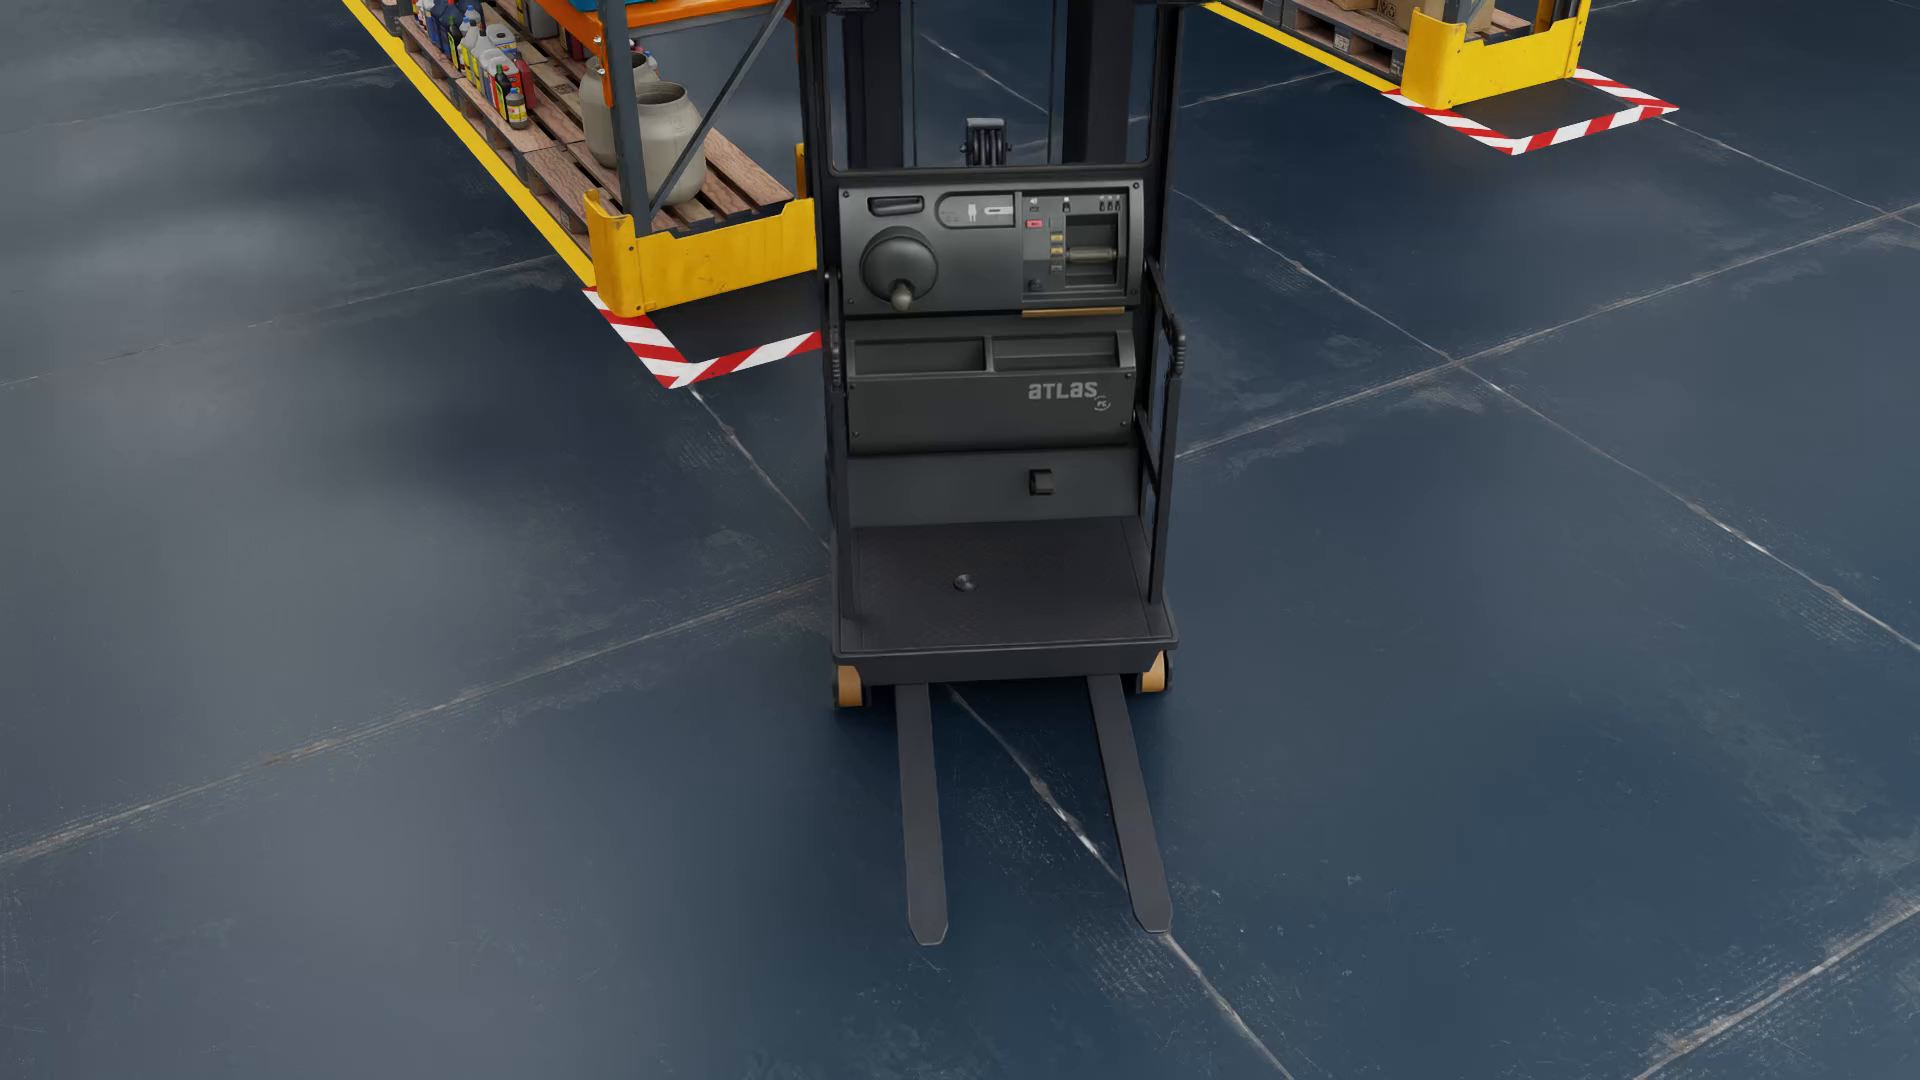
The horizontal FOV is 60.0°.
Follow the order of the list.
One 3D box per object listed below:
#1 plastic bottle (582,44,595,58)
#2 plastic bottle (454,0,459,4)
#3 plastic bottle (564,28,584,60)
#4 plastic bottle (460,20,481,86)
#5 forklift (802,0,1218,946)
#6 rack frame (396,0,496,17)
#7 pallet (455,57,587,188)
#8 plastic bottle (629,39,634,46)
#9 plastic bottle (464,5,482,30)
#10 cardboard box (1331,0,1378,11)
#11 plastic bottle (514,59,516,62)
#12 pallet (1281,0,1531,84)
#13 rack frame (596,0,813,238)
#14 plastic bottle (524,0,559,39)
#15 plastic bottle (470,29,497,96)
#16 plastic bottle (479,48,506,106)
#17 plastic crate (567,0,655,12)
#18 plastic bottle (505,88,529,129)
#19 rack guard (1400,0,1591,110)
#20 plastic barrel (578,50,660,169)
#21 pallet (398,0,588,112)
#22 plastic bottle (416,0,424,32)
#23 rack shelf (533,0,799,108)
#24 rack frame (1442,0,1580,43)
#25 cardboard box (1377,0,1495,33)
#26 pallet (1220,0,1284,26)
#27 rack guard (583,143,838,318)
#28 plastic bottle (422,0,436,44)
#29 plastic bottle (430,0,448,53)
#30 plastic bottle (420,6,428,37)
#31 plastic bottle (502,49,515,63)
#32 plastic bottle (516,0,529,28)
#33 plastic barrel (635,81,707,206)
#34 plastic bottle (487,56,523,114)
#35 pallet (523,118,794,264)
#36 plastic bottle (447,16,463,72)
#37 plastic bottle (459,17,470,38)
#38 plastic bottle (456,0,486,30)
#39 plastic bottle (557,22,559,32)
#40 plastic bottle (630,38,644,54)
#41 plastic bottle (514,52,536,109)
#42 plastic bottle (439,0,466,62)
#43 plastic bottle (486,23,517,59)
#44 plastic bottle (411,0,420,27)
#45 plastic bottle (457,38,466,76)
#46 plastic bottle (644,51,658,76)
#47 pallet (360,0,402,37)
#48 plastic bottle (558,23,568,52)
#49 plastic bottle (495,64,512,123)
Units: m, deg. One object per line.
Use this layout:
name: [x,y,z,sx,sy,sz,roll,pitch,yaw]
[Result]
plastic bottle: [-2.163,-2.981,9.725,0.152,0.276,0.135,-18,40,-23]
plastic bottle: [-3.014,-3.157,9.959,0.061,0.283,0.133,-19,40,-24]
plastic bottle: [-2.255,-2.952,9.679,0.061,0.283,0.133,-19,40,-24]
plastic bottle: [-2.718,-2.754,9.350,0.144,0.351,0.185,-19,40,-24]
forklift: [0.116,-0.836,4.909,1.130,2.935,3.031,-2,36,-3]
rack frame: [-3.073,-4.493,9.859,1.000,3.000,0.127,-19,40,-24]
pallet: [-2.155,-2.389,9.343,1.003,0.211,1.213,-19,40,-24]
plastic bottle: [-1.877,-2.721,9.372,0.097,0.271,0.097,0,36,0]
plastic bottle: [-2.849,-2.996,9.750,0.097,0.271,0.097,0,36,0]
cardboard box: [2.590,-3.699,10.535,0.500,0.500,0.500,-9,37,-12]
plastic bottle: [-2.439,-2.562,9.214,0.097,0.201,0.097,0,36,0]
pallet: [2.803,-3.258,10.532,1.003,0.211,1.213,-19,40,-24]
rack frame: [-1.064,-2.453,7.066,1.000,3.000,0.127,-19,40,-24]
plastic bottle: [-2.519,-3.173,9.988,0.152,0.276,0.135,-19,40,-24]
plastic bottle: [-2.625,-2.659,9.220,0.144,0.351,0.185,-17,40,-22]
plastic bottle: [-2.538,-2.545,9.128,0.152,0.276,0.135,-20,41,-25]
plastic crate: [-1.574,-2.560,7.338,0.499,0.251,0.616,-19,40,-24]
plastic bottle: [-2.365,-2.308,8.866,0.097,0.201,0.097,0,36,0]
rack guard: [3.181,-2.950,9.866,1.175,0.500,0.348,-19,40,-24]
plastic barrel: [-1.712,-2.187,8.454,0.421,0.512,0.421,0,36,0]
pallet: [-2.772,-3.012,10.195,1.003,0.211,1.213,-19,40,-24]
plastic bottle: [-3.241,-3.197,10.083,0.097,0.201,0.097,0,36,0]
rack shelf: [-2.068,-3.183,8.675,1.077,0.370,4.000,-19,40,-24]
rack frame: [3.219,-3.921,9.075,1.000,3.000,0.127,-19,40,-24]
cardboard box: [2.920,-3.405,10.132,0.500,0.500,0.500,-12,38,-16]
pallet: [2.194,-3.880,11.383,1.003,0.211,1.213,-19,40,-24]
rack guard: [-1.142,-1.469,7.837,1.175,0.500,0.348,-19,40,-24]
plastic bottle: [-3.106,-3.122,9.917,0.152,0.276,0.135,-17,40,-22]
plastic bottle: [-3.026,-3.067,9.778,0.144,0.351,0.185,-18,40,-23]
plastic bottle: [-3.190,-3.145,10.012,0.097,0.201,0.097,0,36,0]
plastic bottle: [-2.542,-2.656,9.343,0.097,0.201,0.097,0,36,0]
plastic bottle: [-2.625,-3.315,10.119,0.144,0.351,0.185,-19,40,-24]
plastic barrel: [-1.460,-1.931,8.104,0.421,0.512,0.421,0,36,0]
plastic bottle: [-2.468,-2.474,9.031,0.152,0.276,0.135,-19,40,-24]
pallet: [-1.546,-1.768,8.492,1.003,0.211,1.213,-19,40,-24]
plastic bottle: [-2.885,-2.847,9.534,0.061,0.283,0.133,-17,39,-22]
plastic bottle: [-2.825,-2.874,9.582,0.097,0.271,0.097,0,36,0]
plastic bottle: [-2.902,-3.109,9.837,0.144,0.351,0.185,-19,40,-24]
plastic bottle: [-2.404,-3.260,10.044,0.144,0.351,0.185,-21,41,-26]
plastic bottle: [-1.803,-2.672,9.295,0.061,0.283,0.133,-18,40,-23]
plastic bottle: [-2.376,-2.509,9.072,0.061,0.283,0.133,-19,40,-24]
plastic bottle: [-2.932,-2.970,9.647,0.144,0.351,0.185,-21,41,-26]
plastic bottle: [-2.603,-2.780,9.449,0.152,0.276,0.135,-19,40,-24]
plastic bottle: [-3.292,-3.277,10.133,0.097,0.271,0.097,0,36,0]
plastic bottle: [-2.810,-2.759,9.483,0.097,0.201,0.097,0,36,0]
plastic bottle: [-1.705,-2.546,9.133,0.097,0.271,0.097,0,36,0]
pallet: [-3.501,-3.756,11.214,1.003,0.211,1.213,-19,40,-24]
plastic bottle: [-2.317,-3.025,9.778,0.061,0.283,0.133,-19,40,-24]
plastic bottle: [-2.440,-2.395,8.916,0.061,0.283,0.133,-18,40,-23]
